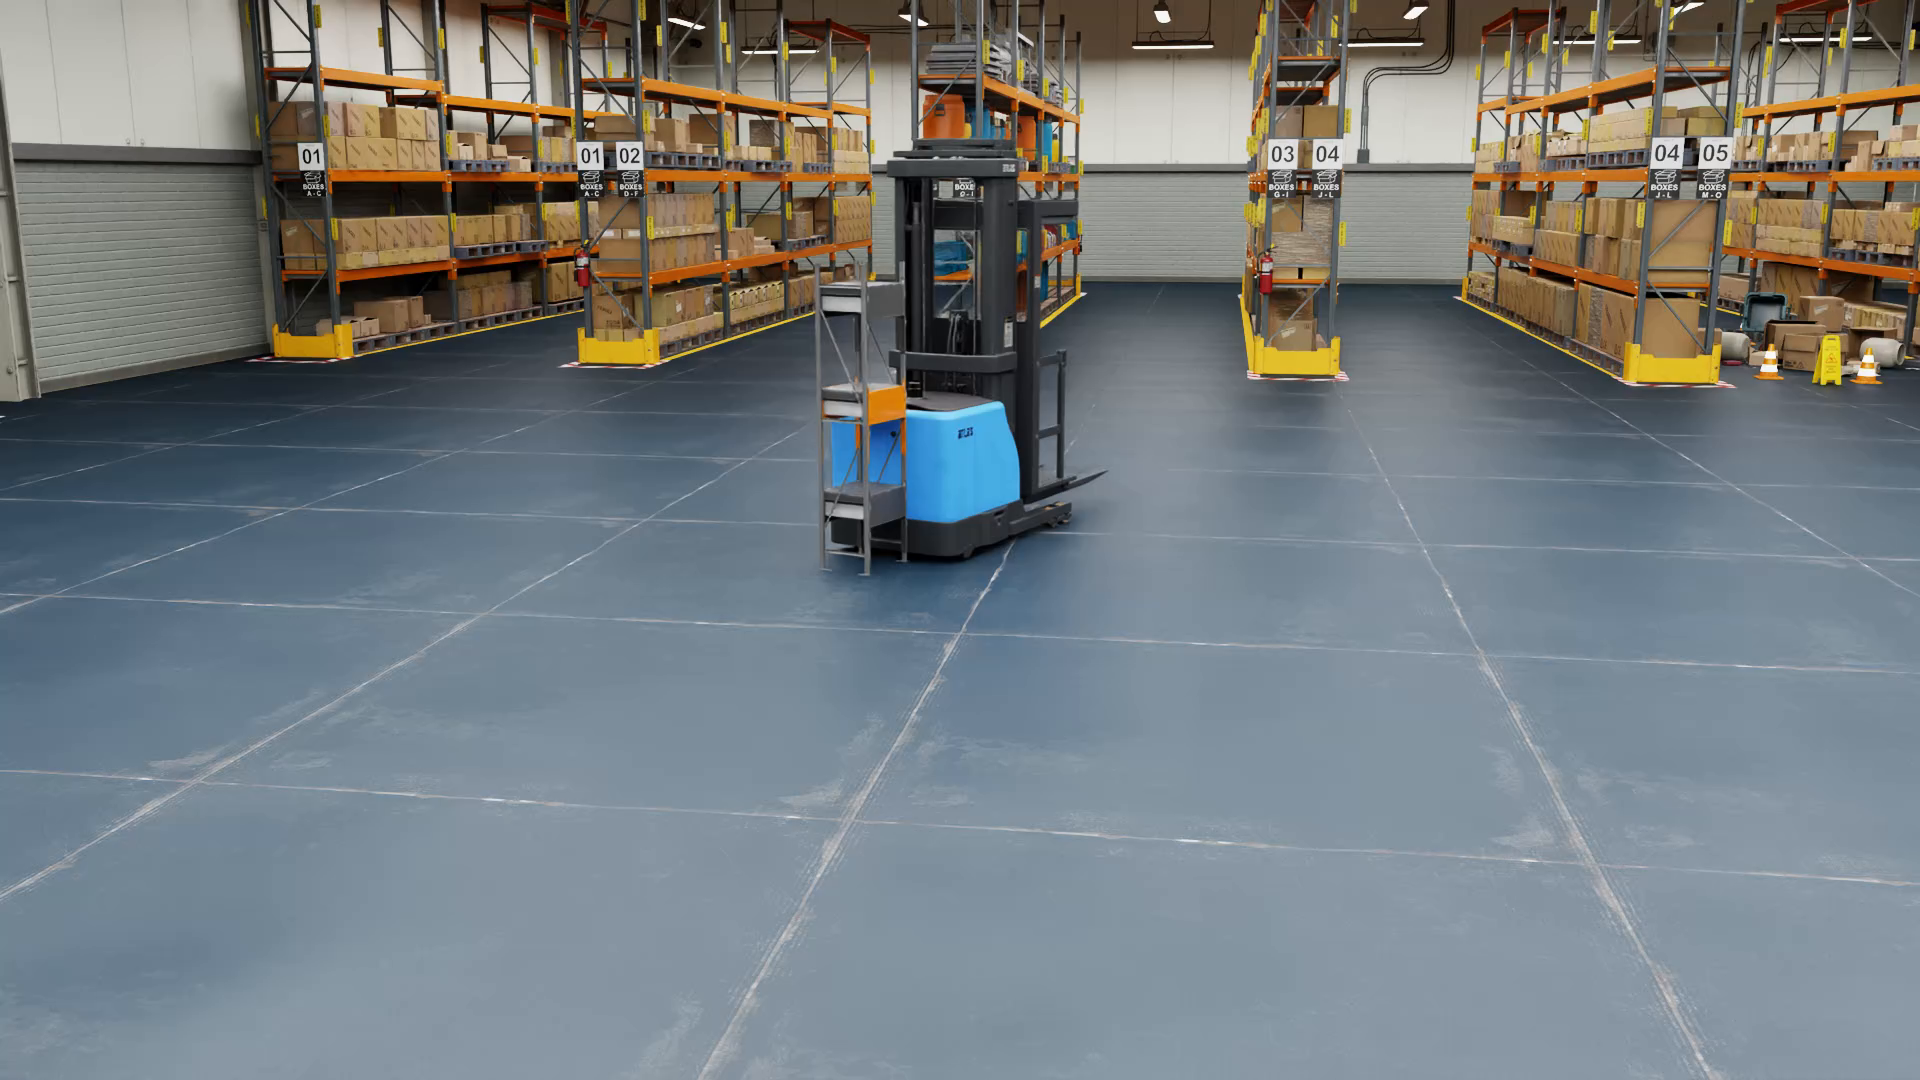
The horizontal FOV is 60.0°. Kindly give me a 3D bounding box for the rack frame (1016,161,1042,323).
[{"bbox_3d":[1.048,-5.629,31.491,1.000,3.000,0.127,2,12,9],"label":"rack frame"}]

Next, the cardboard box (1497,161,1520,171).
[{"bbox_3d":[11.251,-7.623,33.981,0.500,0.250,0.500,2,12,10],"label":"cardboard box"}]

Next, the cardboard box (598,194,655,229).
[{"bbox_3d":[-4.984,-4.915,24.865,0.700,0.500,0.500,2,12,9],"label":"cardboard box"}]

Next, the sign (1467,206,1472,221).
[{"bbox_3d":[11.522,-7.393,37.621,0.100,0.325,0.005,2,12,9],"label":"sign"}]

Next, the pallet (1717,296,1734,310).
[{"bbox_3d":[16.729,-5.027,35.319,1.003,0.211,1.213,2,12,9],"label":"pallet"}]

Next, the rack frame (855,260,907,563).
[{"bbox_3d":[-0.551,-0.884,11.613,0.400,2.100,0.015,7,14,29],"label":"rack frame"}]

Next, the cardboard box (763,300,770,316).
[{"bbox_3d":[-3.842,-4.322,30.956,0.500,0.250,0.500,2,12,10],"label":"cardboard box"}]

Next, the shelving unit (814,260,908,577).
[{"bbox_3d":[-0.671,-0.840,11.405,0.431,2.100,0.503,7,14,29],"label":"shelving unit"}]

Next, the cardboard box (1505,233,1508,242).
[{"bbox_3d":[10.690,-5.810,31.933,0.380,0.149,0.250,1,12,6],"label":"cardboard box"}]

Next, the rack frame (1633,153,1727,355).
[{"bbox_3d":[9.597,-3.621,22.176,1.000,3.000,0.127,2,12,9],"label":"rack frame"}]

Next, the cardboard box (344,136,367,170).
[{"bbox_3d":[-9.555,-5.981,25.723,0.500,0.500,0.500,3,12,12],"label":"cardboard box"}]

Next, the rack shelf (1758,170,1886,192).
[{"bbox_3d":[16.042,-6.678,30.948,1.077,0.370,4.000,2,12,9],"label":"rack shelf"}]

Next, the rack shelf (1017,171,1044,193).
[{"bbox_3d":[0.740,-6.327,29.319,1.077,0.370,4.000,2,12,9],"label":"rack shelf"}]

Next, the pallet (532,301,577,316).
[{"bbox_3d":[-8.546,-4.748,34.025,1.003,0.211,1.213,2,12,9],"label":"pallet"}]

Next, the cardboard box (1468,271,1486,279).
[{"bbox_3d":[11.641,-5.956,37.369,0.380,0.149,0.250,1,12,6],"label":"cardboard box"}]

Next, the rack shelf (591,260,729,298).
[{"bbox_3d":[-4.769,-4.189,26.520,1.077,0.370,4.000,2,12,9],"label":"rack shelf"}]

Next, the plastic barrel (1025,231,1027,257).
[{"bbox_3d":[1.036,-5.375,30.047,0.421,0.512,0.421,0,12,0],"label":"plastic barrel"}]

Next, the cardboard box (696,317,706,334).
[{"bbox_3d":[-4.465,-3.506,27.174,0.500,0.250,0.500,2,12,9],"label":"cardboard box"}]

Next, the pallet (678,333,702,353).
[{"bbox_3d":[-4.810,-3.175,26.726,1.003,0.211,1.213,2,12,9],"label":"pallet"}]

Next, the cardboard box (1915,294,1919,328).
[{"bbox_3d":[14.761,-3.428,25.030,0.500,0.500,0.500,2,12,11],"label":"cardboard box"}]

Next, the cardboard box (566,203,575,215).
[{"bbox_3d":[-8.262,-6.823,34.260,0.500,0.250,0.500,2,12,9],"label":"cardboard box"}]

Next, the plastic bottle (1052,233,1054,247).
[{"bbox_3d":[1.931,-6.262,34.708,0.061,0.283,0.133,2,12,9],"label":"plastic bottle"}]

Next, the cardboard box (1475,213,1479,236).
[{"bbox_3d":[11.659,-6.949,36.676,0.500,0.500,0.500,2,12,9],"label":"cardboard box"}]

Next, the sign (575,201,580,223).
[{"bbox_3d":[-5.610,-4.827,24.460,0.100,0.325,0.005,2,12,9],"label":"sign"}]

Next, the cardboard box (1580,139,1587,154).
[{"bbox_3d":[10.163,-6.253,26.391,0.500,0.250,0.500,2,12,9],"label":"cardboard box"}]

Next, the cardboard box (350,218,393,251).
[{"bbox_3d":[-9.430,-4.887,26.578,0.500,0.500,0.500,1,12,7],"label":"cardboard box"}]

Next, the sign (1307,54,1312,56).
[{"bbox_3d":[7.095,-9.714,33.801,0.100,0.325,0.005,2,12,9],"label":"sign"}]

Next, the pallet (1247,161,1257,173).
[{"bbox_3d":[5.989,-6.978,31.080,1.213,0.211,1.003,2,12,11],"label":"pallet"}]

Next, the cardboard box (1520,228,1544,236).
[{"bbox_3d":[10.453,-5.632,30.400,0.380,0.149,0.250,2,12,10],"label":"cardboard box"}]

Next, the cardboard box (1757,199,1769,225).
[{"bbox_3d":[15.998,-6.435,32.623,0.500,0.500,0.500,2,12,9],"label":"cardboard box"}]

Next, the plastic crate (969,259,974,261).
[{"bbox_3d":[0.433,-4.321,26.049,0.530,0.136,0.437,2,12,9],"label":"plastic crate"}]

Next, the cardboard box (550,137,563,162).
[{"bbox_3d":[-8.596,-8.009,34.137,0.700,0.500,0.500,3,12,12],"label":"cardboard box"}]

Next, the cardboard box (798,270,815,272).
[{"bbox_3d":[-3.423,-5.744,36.913,0.500,0.500,0.500,2,12,9],"label":"cardboard box"}]

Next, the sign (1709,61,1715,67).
[{"bbox_3d":[16.417,-10.298,36.326,0.100,0.325,0.005,2,12,9],"label":"sign"}]

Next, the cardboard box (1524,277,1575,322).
[{"bbox_3d":[10.645,-4.268,29.521,1.050,0.750,0.750,2,12,8],"label":"cardboard box"}]

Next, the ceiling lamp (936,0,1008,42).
[{"bbox_3d":[0.269,-13.718,40.933,2.000,3.185,0.800,2,12,9],"label":"ceiling lamp"}]

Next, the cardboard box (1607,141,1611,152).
[{"bbox_3d":[9.626,-5.722,24.164,0.380,0.149,0.250,2,12,9],"label":"cardboard box"}]

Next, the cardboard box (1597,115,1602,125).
[{"bbox_3d":[9.743,-6.271,24.820,0.380,0.149,0.250,2,12,8],"label":"cardboard box"}]

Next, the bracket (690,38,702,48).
[{"bbox_3d":[-7.171,-13.466,45.072,0.235,0.232,0.430,2,12,9],"label":"bracket"}]

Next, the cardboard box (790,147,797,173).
[{"bbox_3d":[-3.734,-7.503,32.832,0.910,0.500,0.500,2,12,9],"label":"cardboard box"}]

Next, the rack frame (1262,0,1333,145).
[{"bbox_3d":[5.327,-7.568,26.251,1.000,3.000,0.127,2,12,9],"label":"rack frame"}]

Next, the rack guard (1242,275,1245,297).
[{"bbox_3d":[7.176,-5.917,38.761,1.175,0.500,0.348,2,12,9],"label":"rack guard"}]

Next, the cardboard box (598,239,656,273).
[{"bbox_3d":[-4.992,-4.270,24.951,0.700,0.500,0.500,2,12,9],"label":"cardboard box"}]

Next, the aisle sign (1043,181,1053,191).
[{"bbox_3d":[1.996,-8.589,39.059,0.394,0.787,0.004,2,12,9],"label":"aisle sign"}]

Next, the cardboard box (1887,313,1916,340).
[{"bbox_3d":[15.197,-3.344,26.133,0.950,0.372,0.625,2,12,9],"label":"cardboard box"}]

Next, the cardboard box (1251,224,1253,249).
[{"bbox_3d":[6.086,-6.053,33.224,0.500,0.500,0.500,2,12,7],"label":"cardboard box"}]

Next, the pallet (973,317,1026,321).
[{"bbox_3d":[0.700,-3.852,29.868,1.003,0.211,1.213,2,12,9],"label":"pallet"}]

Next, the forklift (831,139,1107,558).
[{"bbox_3d":[0.226,-1.570,12.821,1.130,2.935,3.031,7,14,29],"label":"forklift"}]

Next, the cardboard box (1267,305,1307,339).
[{"bbox_3d":[5.145,-3.417,26.167,0.500,0.500,0.500,6,14,27],"label":"cardboard box"}]

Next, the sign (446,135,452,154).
[{"bbox_3d":[-8.819,-6.820,28.672,0.100,0.325,0.005,2,12,9],"label":"sign"}]
